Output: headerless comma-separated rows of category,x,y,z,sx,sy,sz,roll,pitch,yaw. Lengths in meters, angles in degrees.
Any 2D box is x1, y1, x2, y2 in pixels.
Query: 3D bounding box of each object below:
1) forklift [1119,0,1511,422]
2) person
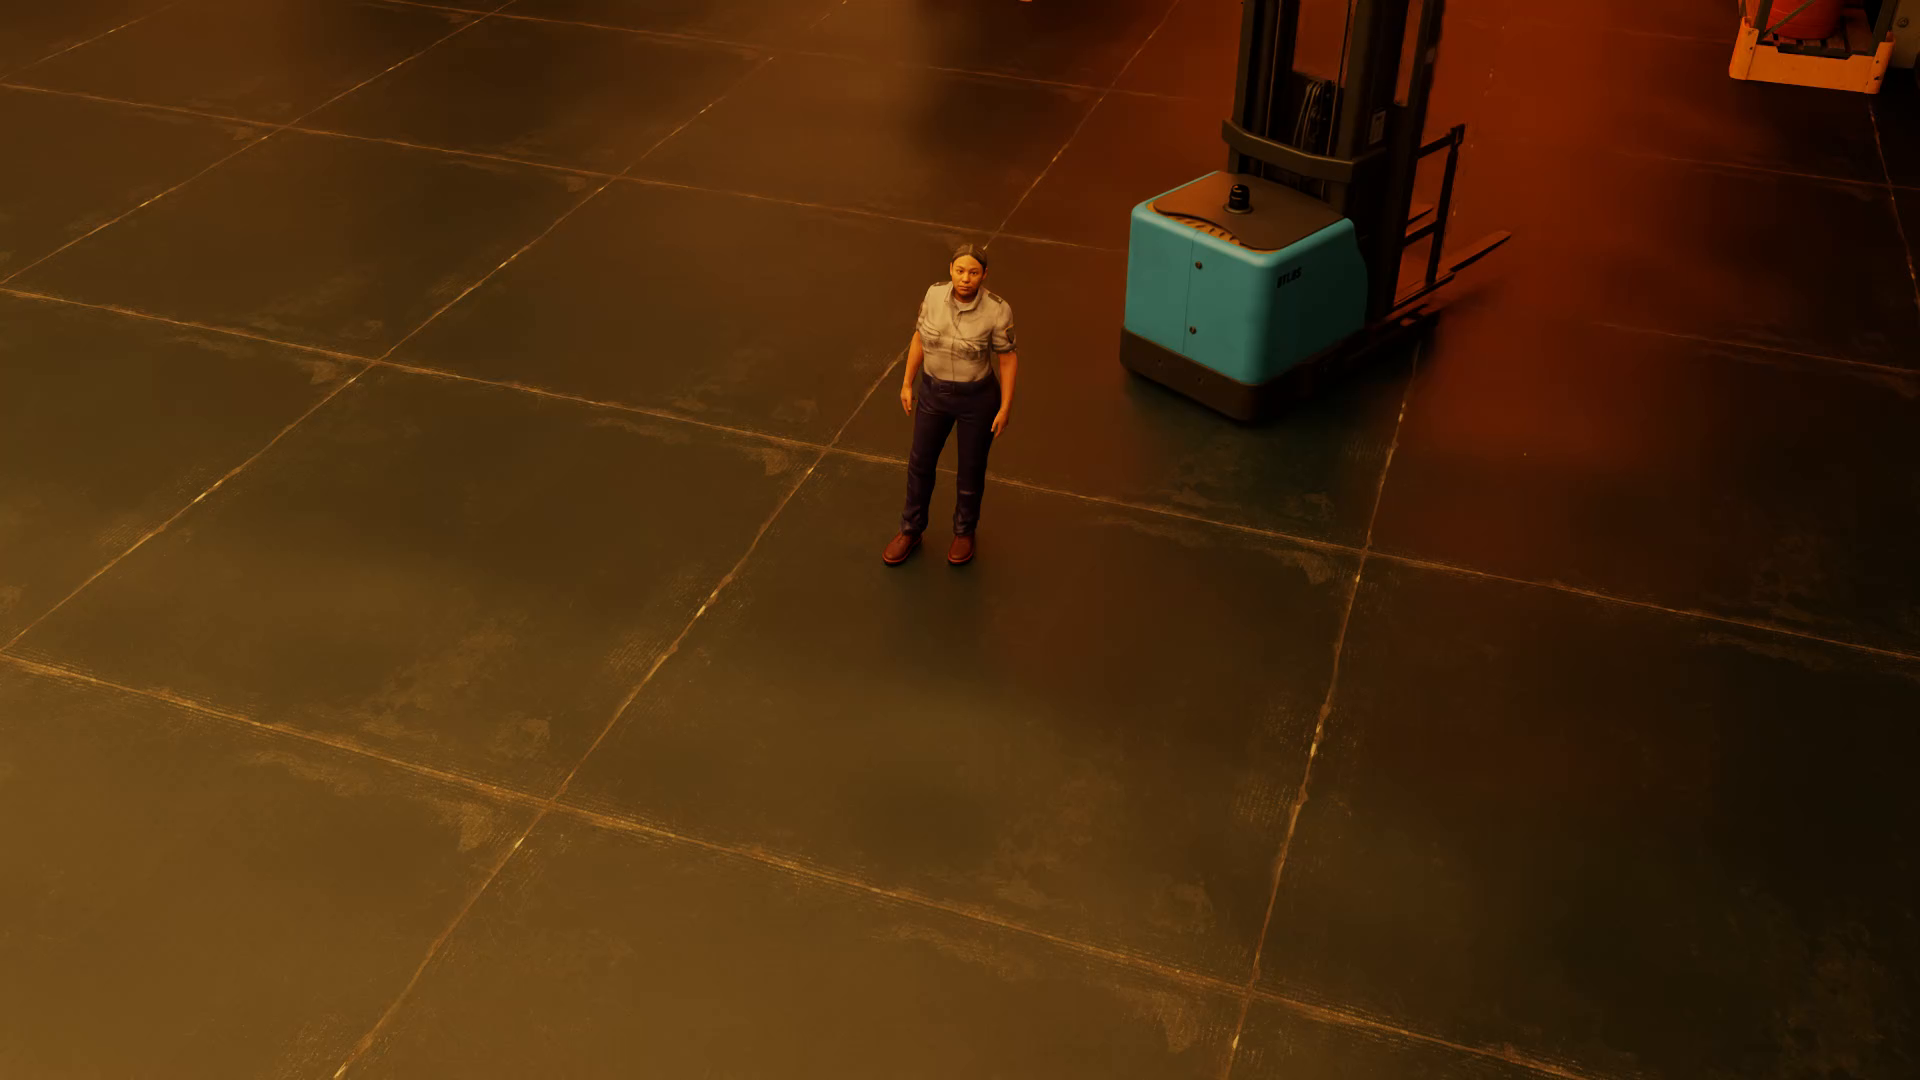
forklift,2.377,-2.608,9.789,3.031,2.935,1.130,-29,44,-34
person,-0.051,-0.634,8.102,0.599,1.650,0.503,12,37,16
